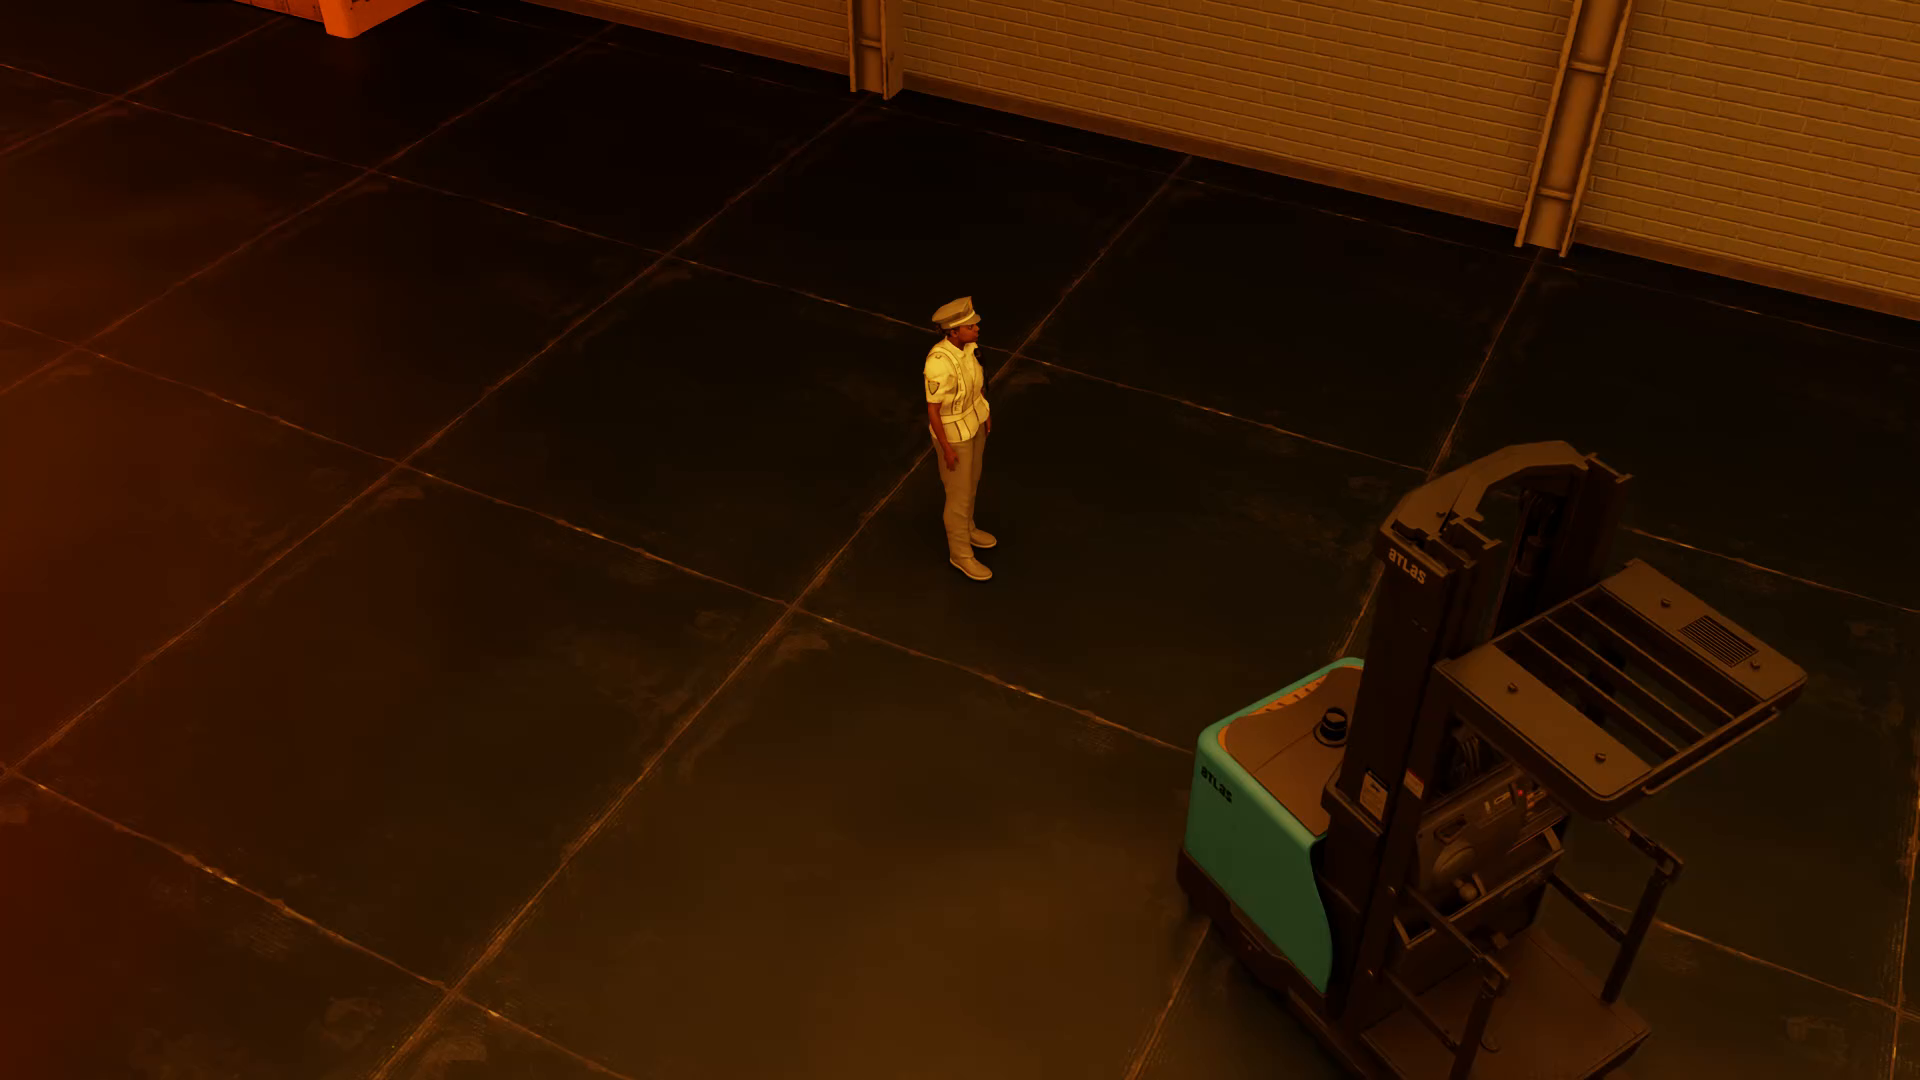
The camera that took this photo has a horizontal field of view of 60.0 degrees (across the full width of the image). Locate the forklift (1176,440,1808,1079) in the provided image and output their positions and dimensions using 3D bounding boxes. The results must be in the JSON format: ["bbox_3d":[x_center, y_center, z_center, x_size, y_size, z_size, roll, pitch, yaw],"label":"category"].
[{"bbox_3d":[2.289,1.202,6.560,1.130,2.935,3.031,-23,45,-25],"label":"forklift"}]

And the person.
[{"bbox_3d":[0.057,-0.619,9.672,0.530,1.692,0.569,18,43,21],"label":"person"}]
